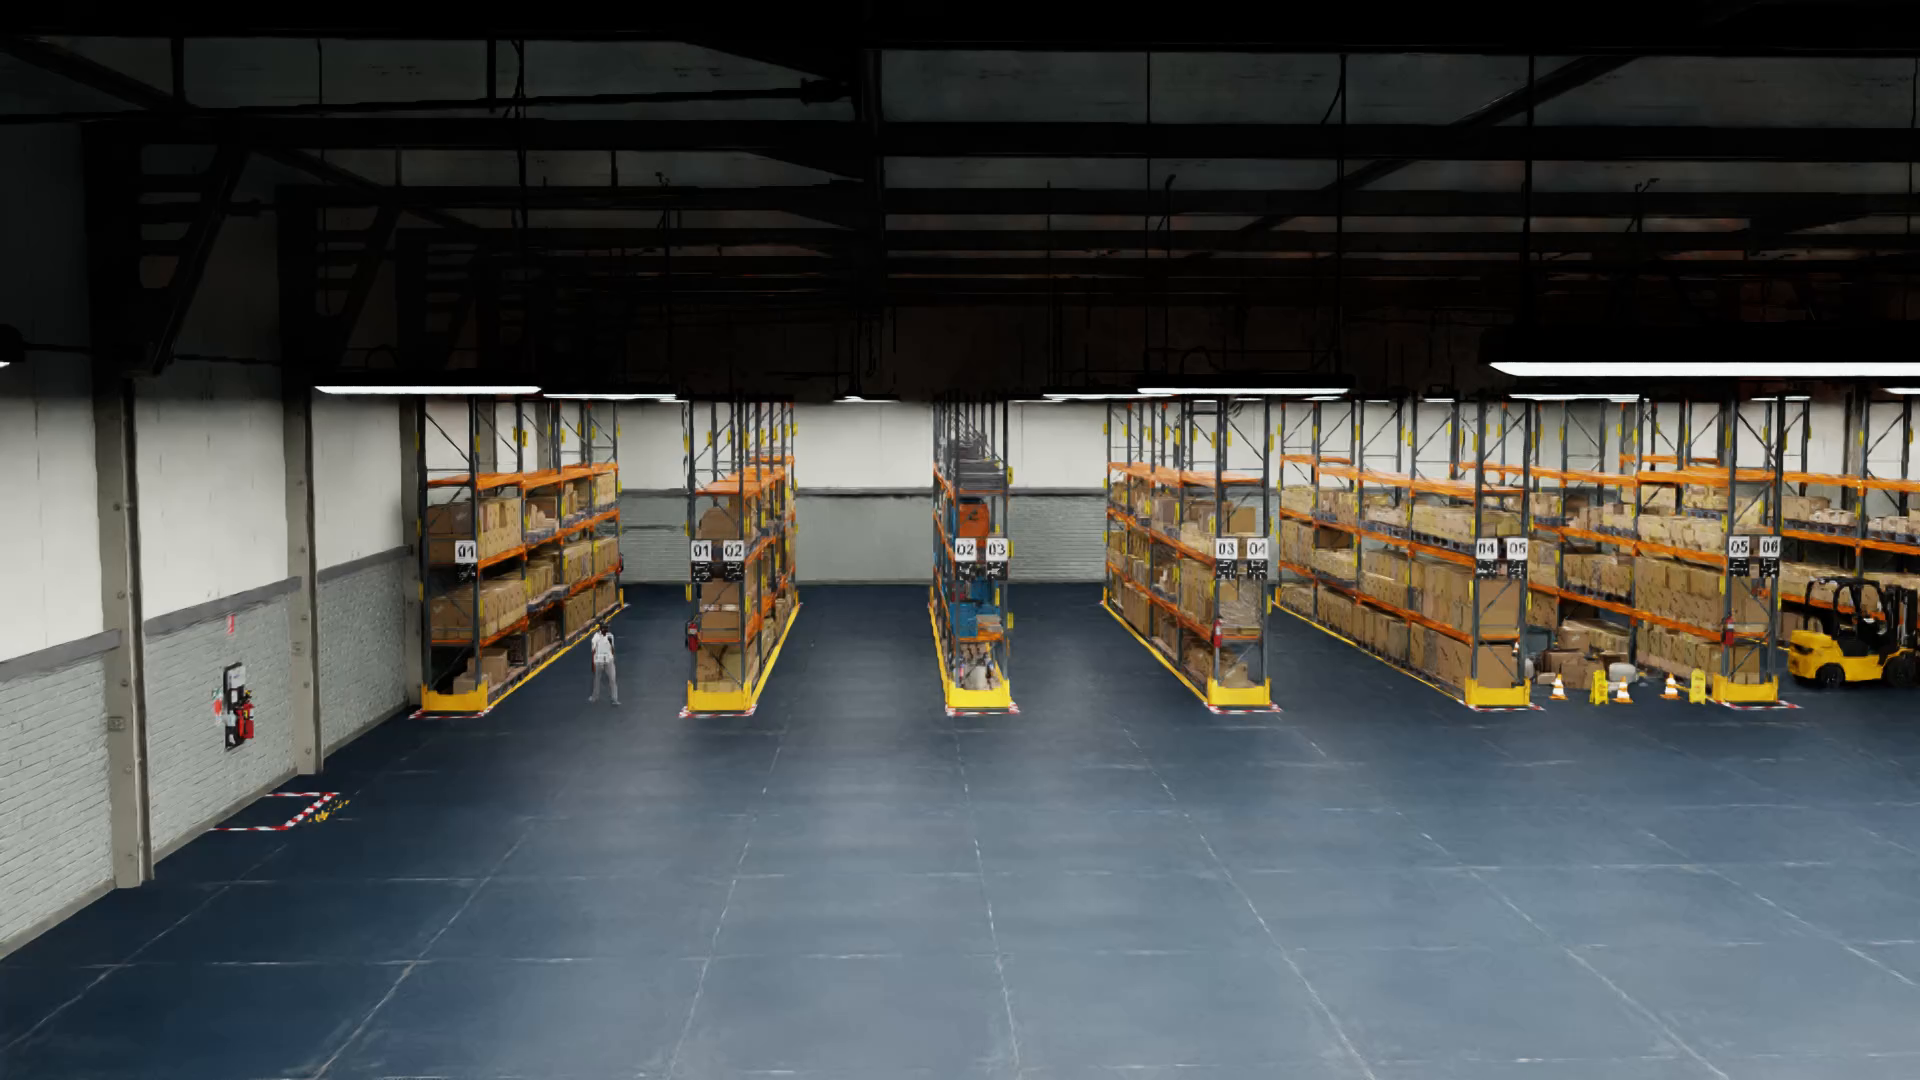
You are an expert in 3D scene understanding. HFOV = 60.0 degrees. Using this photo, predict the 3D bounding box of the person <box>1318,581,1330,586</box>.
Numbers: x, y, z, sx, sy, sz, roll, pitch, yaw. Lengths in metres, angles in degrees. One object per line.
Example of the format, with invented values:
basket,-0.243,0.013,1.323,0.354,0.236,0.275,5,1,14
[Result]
person,11.185,0.632,51.629,0.603,1.778,0.574,3,6,34

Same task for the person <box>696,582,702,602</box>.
person,-7.599,1.018,48.249,0.417,1.517,1.037,0,5,0

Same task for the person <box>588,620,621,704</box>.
person,-6.822,2.322,31.822,0.495,1.624,0.939,-2,5,-25
